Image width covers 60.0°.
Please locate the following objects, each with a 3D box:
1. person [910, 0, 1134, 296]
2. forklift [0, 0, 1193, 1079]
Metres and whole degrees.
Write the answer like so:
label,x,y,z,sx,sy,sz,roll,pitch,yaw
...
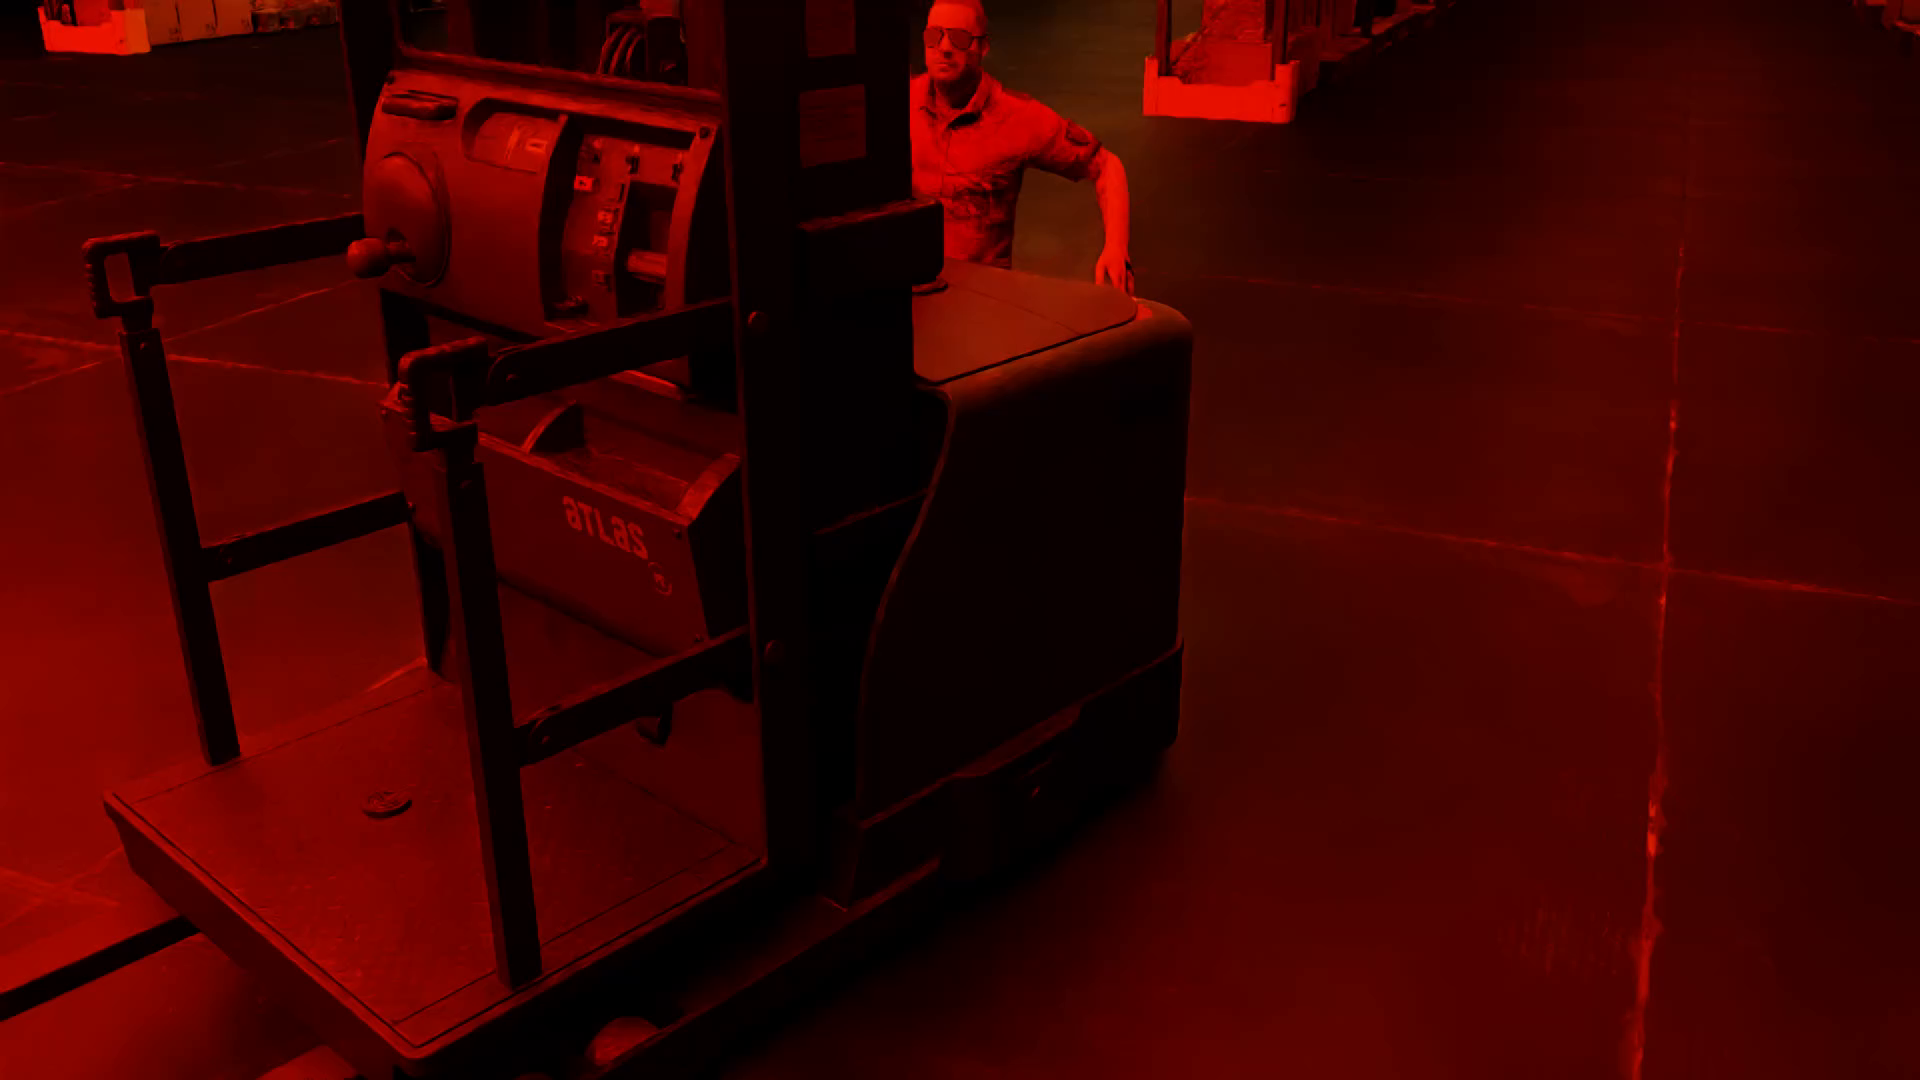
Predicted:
label,x,y,z,sx,sy,sz,roll,pitch,yaw
person,-0.071,-0.604,4.443,1.029,1.608,0.814,7,24,17
forklift,-0.861,-0.552,2.612,1.130,2.935,3.031,19,29,38
